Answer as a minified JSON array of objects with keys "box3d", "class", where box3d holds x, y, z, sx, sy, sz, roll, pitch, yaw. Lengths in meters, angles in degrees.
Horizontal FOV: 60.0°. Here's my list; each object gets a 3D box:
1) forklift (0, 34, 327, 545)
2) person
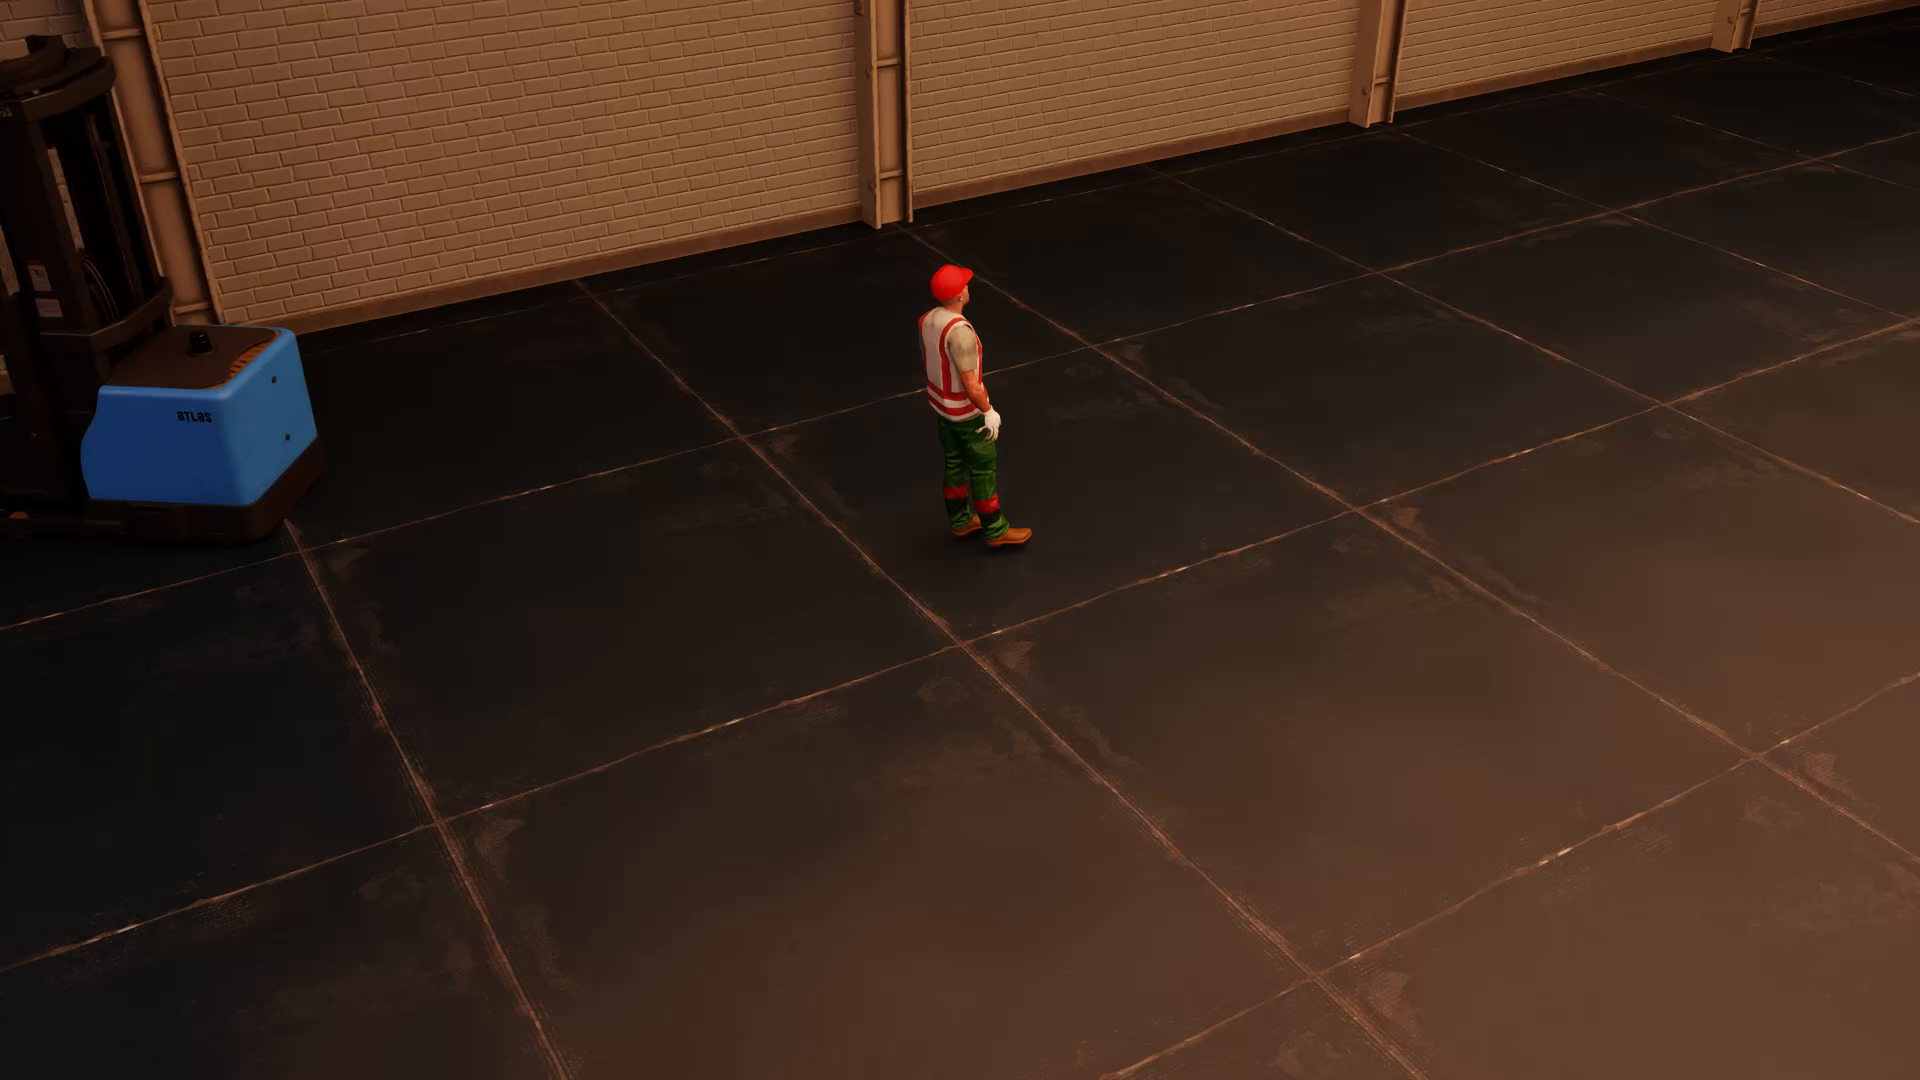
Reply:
[{"box3d":[-5.803,-1.533,10.208,3.031,2.935,1.130,3,31,5],"class":"forklift"},{"box3d":[0.075,-0.824,10.042,0.564,1.787,0.637,-17,35,-26],"class":"person"}]
